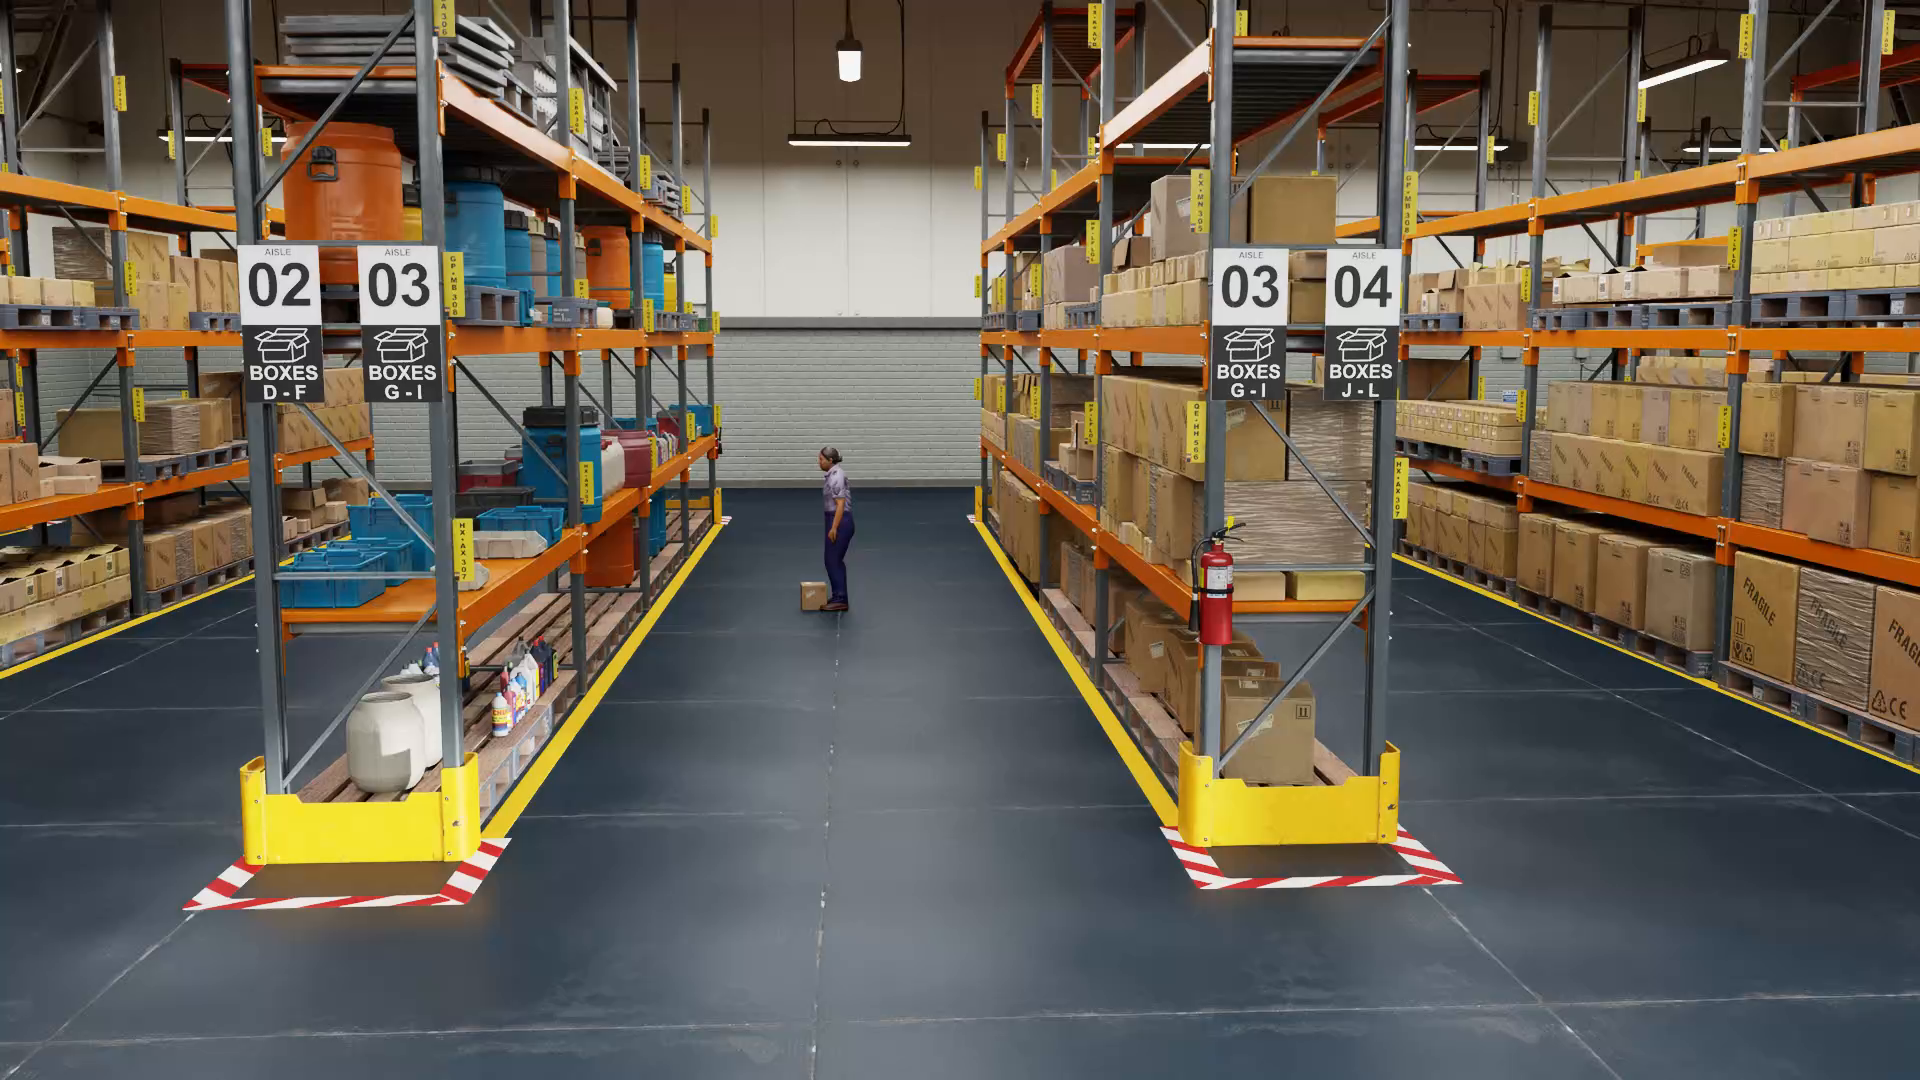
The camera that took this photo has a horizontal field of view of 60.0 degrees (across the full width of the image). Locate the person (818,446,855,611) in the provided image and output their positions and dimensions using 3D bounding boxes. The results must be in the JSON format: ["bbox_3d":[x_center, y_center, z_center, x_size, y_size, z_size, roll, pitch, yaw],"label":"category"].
[{"bbox_3d":[-1.250,-0.127,16.836,0.367,1.648,0.554,-1,7,-5],"label":"person"}]
